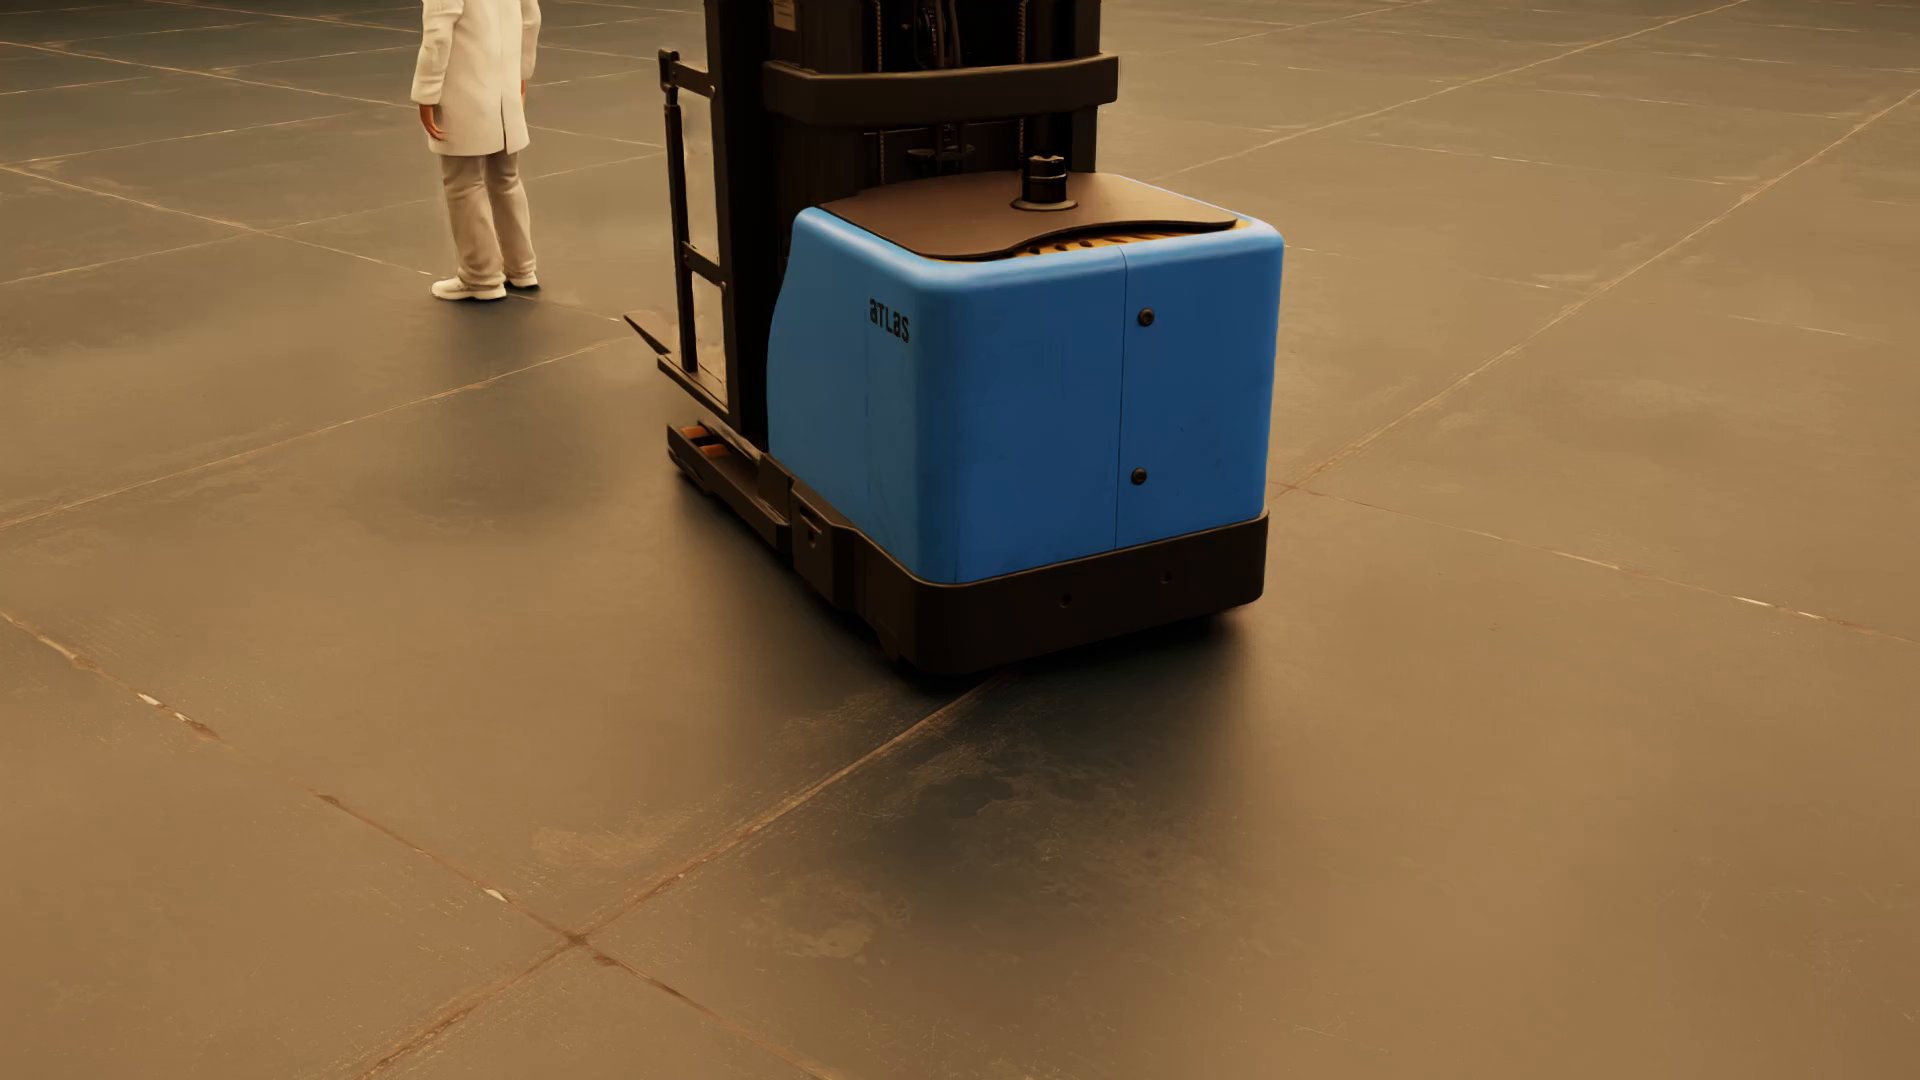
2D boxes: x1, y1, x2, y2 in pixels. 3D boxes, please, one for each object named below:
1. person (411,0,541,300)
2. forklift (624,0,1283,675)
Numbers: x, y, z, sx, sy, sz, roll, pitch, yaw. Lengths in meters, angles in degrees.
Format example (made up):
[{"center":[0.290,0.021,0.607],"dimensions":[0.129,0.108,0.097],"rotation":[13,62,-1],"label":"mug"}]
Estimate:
[{"center":[-2.160,-1.942,7.262],"dimensions":[0.530,1.788,0.686],"rotation":[13,27,28],"label":"person"},{"center":[-0.312,-1.563,4.933],"dimensions":[1.130,2.935,3.031],"rotation":[-12,26,-25],"label":"forklift"}]
